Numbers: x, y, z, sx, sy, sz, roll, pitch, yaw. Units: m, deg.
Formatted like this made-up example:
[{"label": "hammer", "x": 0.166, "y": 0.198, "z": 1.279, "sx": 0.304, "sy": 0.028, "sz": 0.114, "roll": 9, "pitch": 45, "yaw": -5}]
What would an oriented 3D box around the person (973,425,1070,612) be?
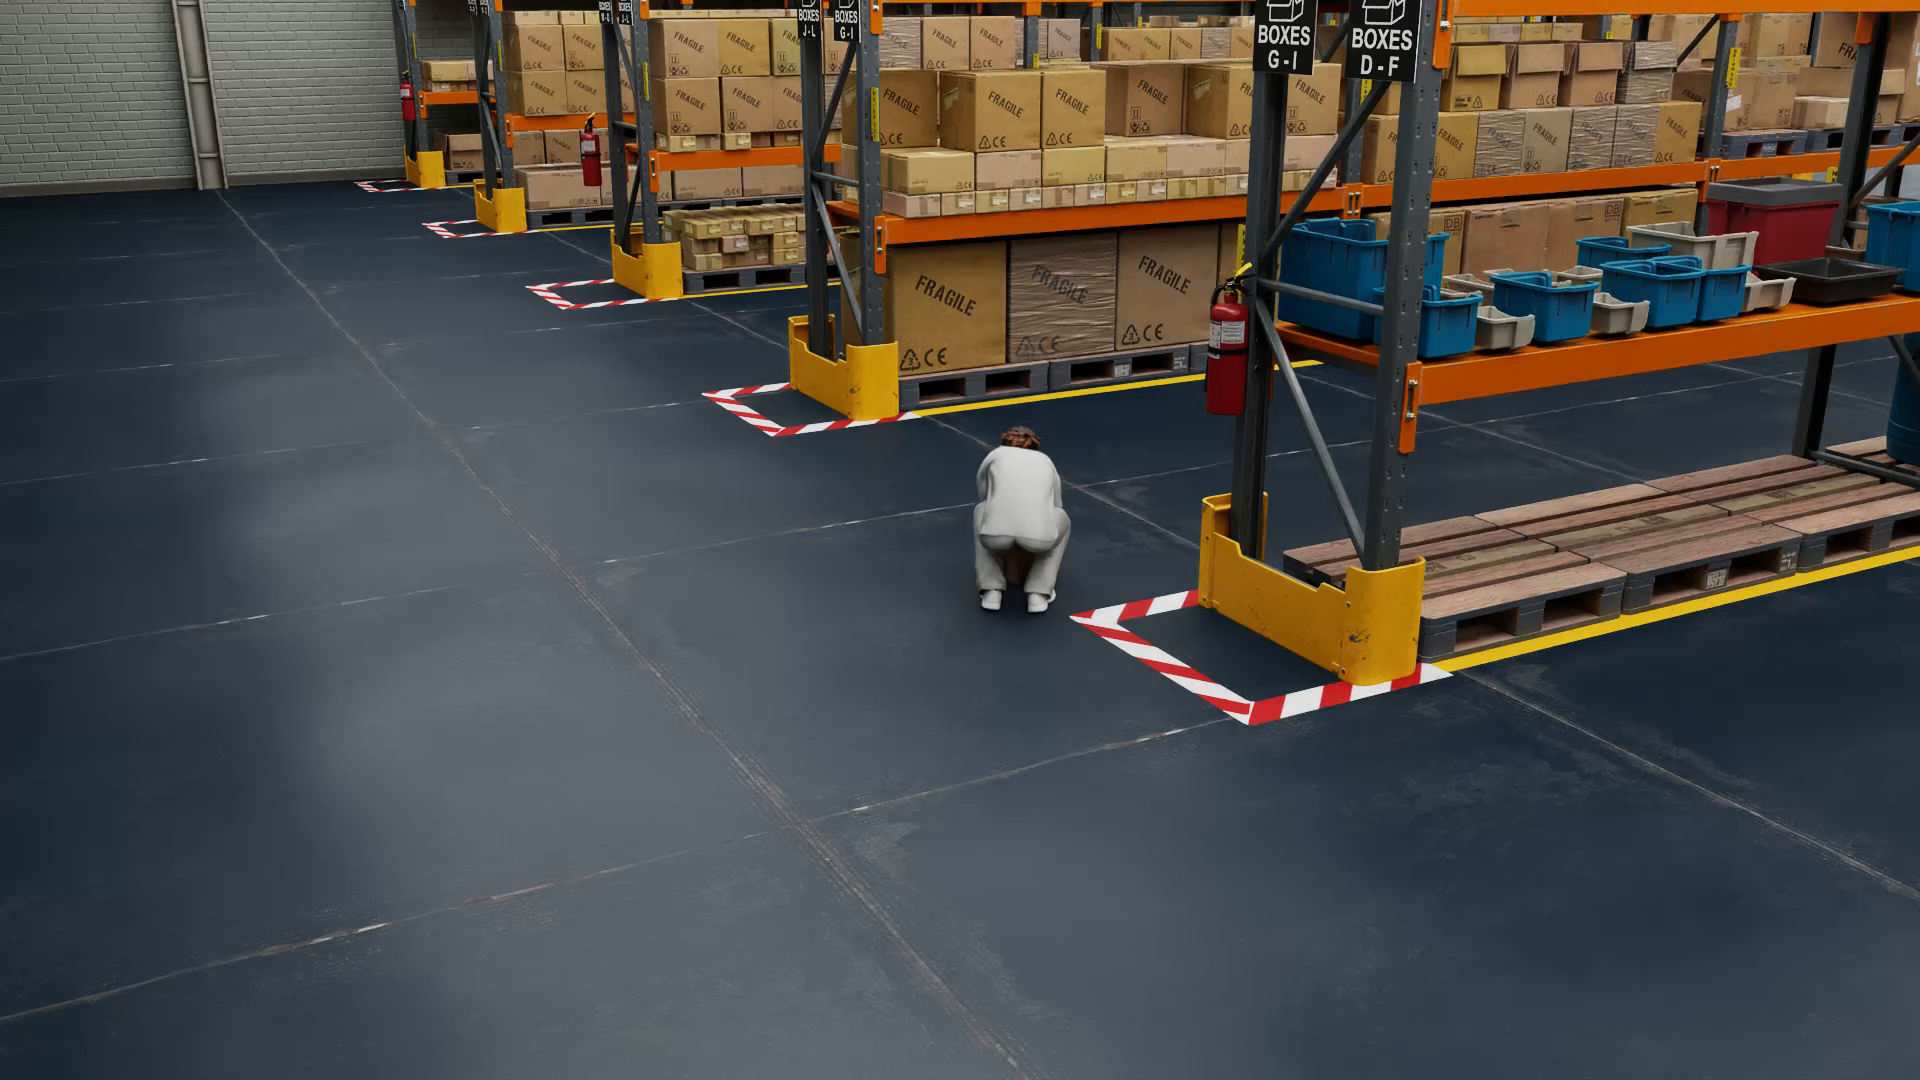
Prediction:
[{"label": "person", "x": 0.281, "y": -0.084, "z": 7.859, "sx": 0.468, "sy": 0.813, "sz": 0.840, "roll": 3, "pitch": 19, "yaw": 7}]
